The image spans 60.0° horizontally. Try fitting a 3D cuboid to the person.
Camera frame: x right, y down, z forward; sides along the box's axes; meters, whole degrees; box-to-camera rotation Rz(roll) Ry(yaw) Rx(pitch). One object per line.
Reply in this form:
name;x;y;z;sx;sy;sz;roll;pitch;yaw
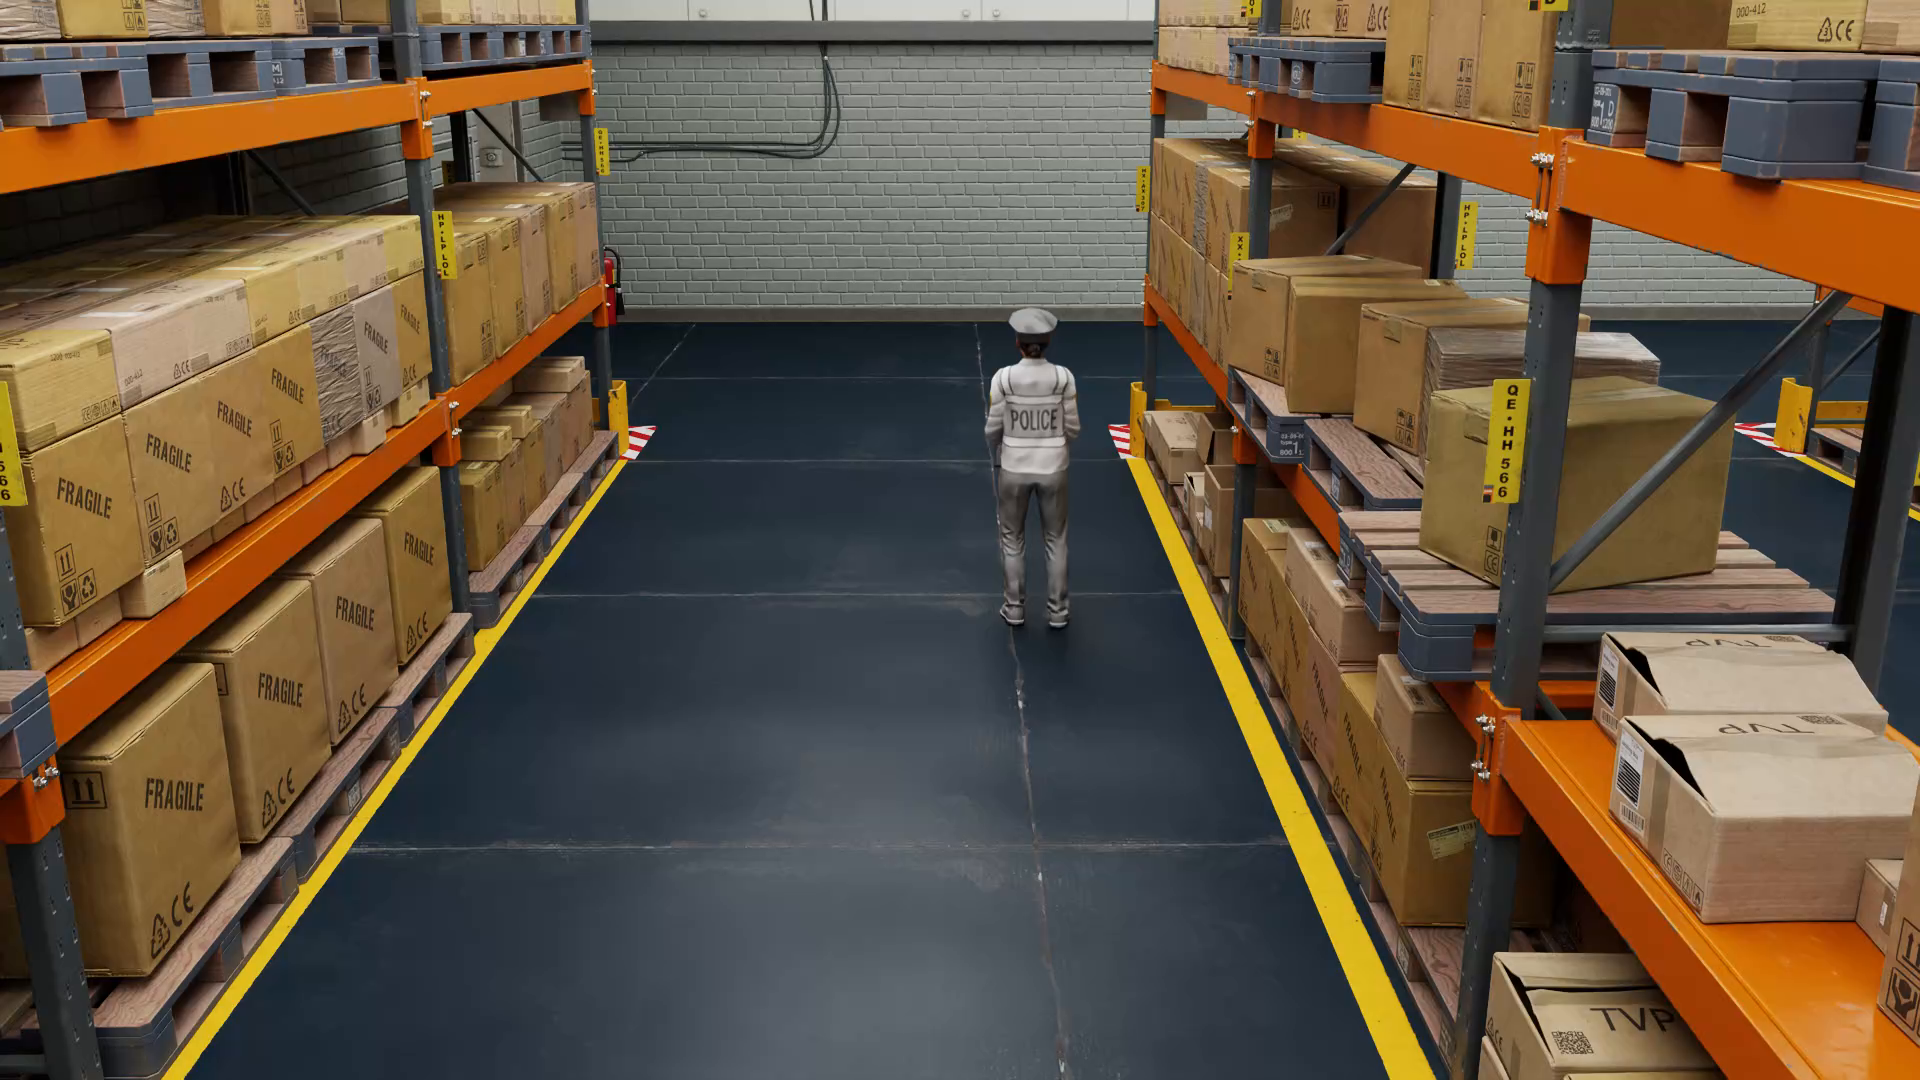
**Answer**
person;0.369;-0.356;8.683;0.513;1.665;0.412;-1;17;-3
